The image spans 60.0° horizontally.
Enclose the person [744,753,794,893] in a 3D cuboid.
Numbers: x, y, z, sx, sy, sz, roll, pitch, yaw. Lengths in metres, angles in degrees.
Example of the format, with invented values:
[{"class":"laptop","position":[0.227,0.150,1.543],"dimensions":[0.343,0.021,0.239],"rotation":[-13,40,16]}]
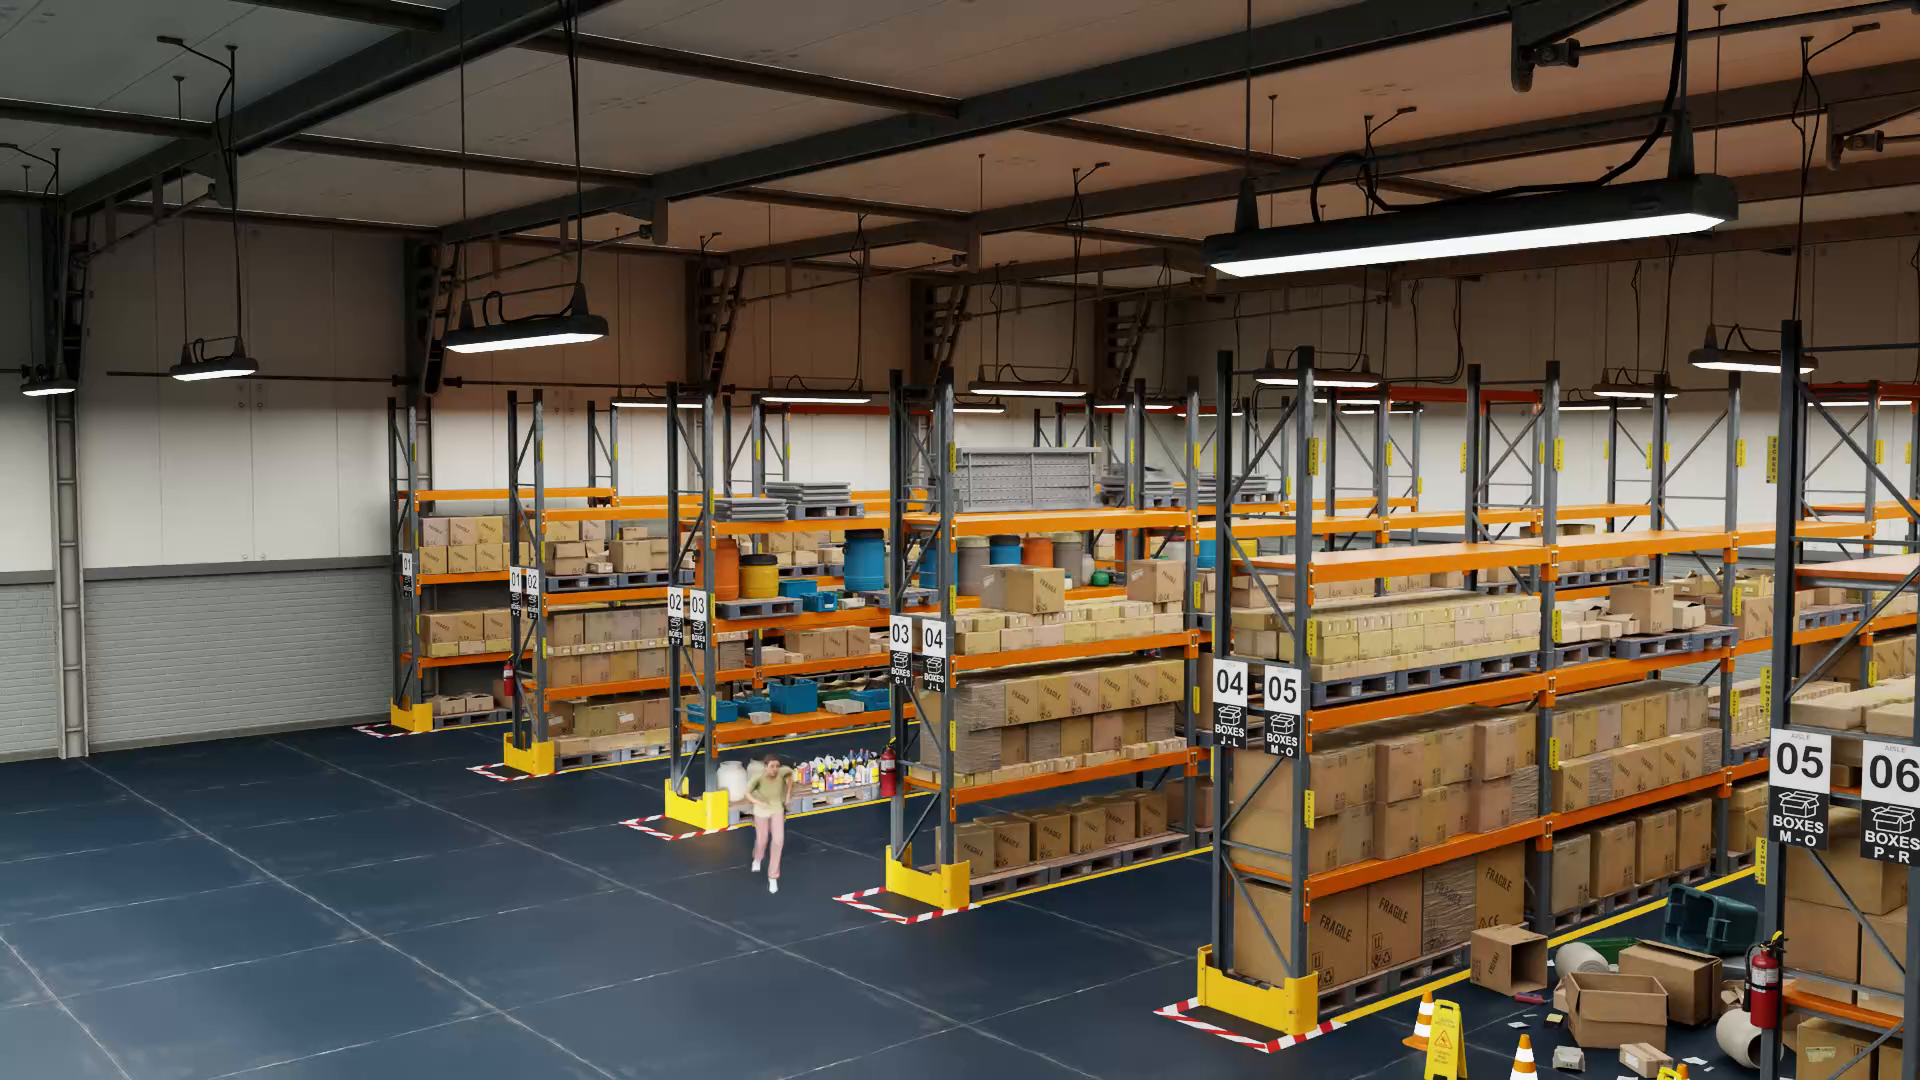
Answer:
[{"class":"person","position":[-2.270,3.250,19.543],"dimensions":[0.617,1.627,0.964],"rotation":[-1,4,-21]}]
